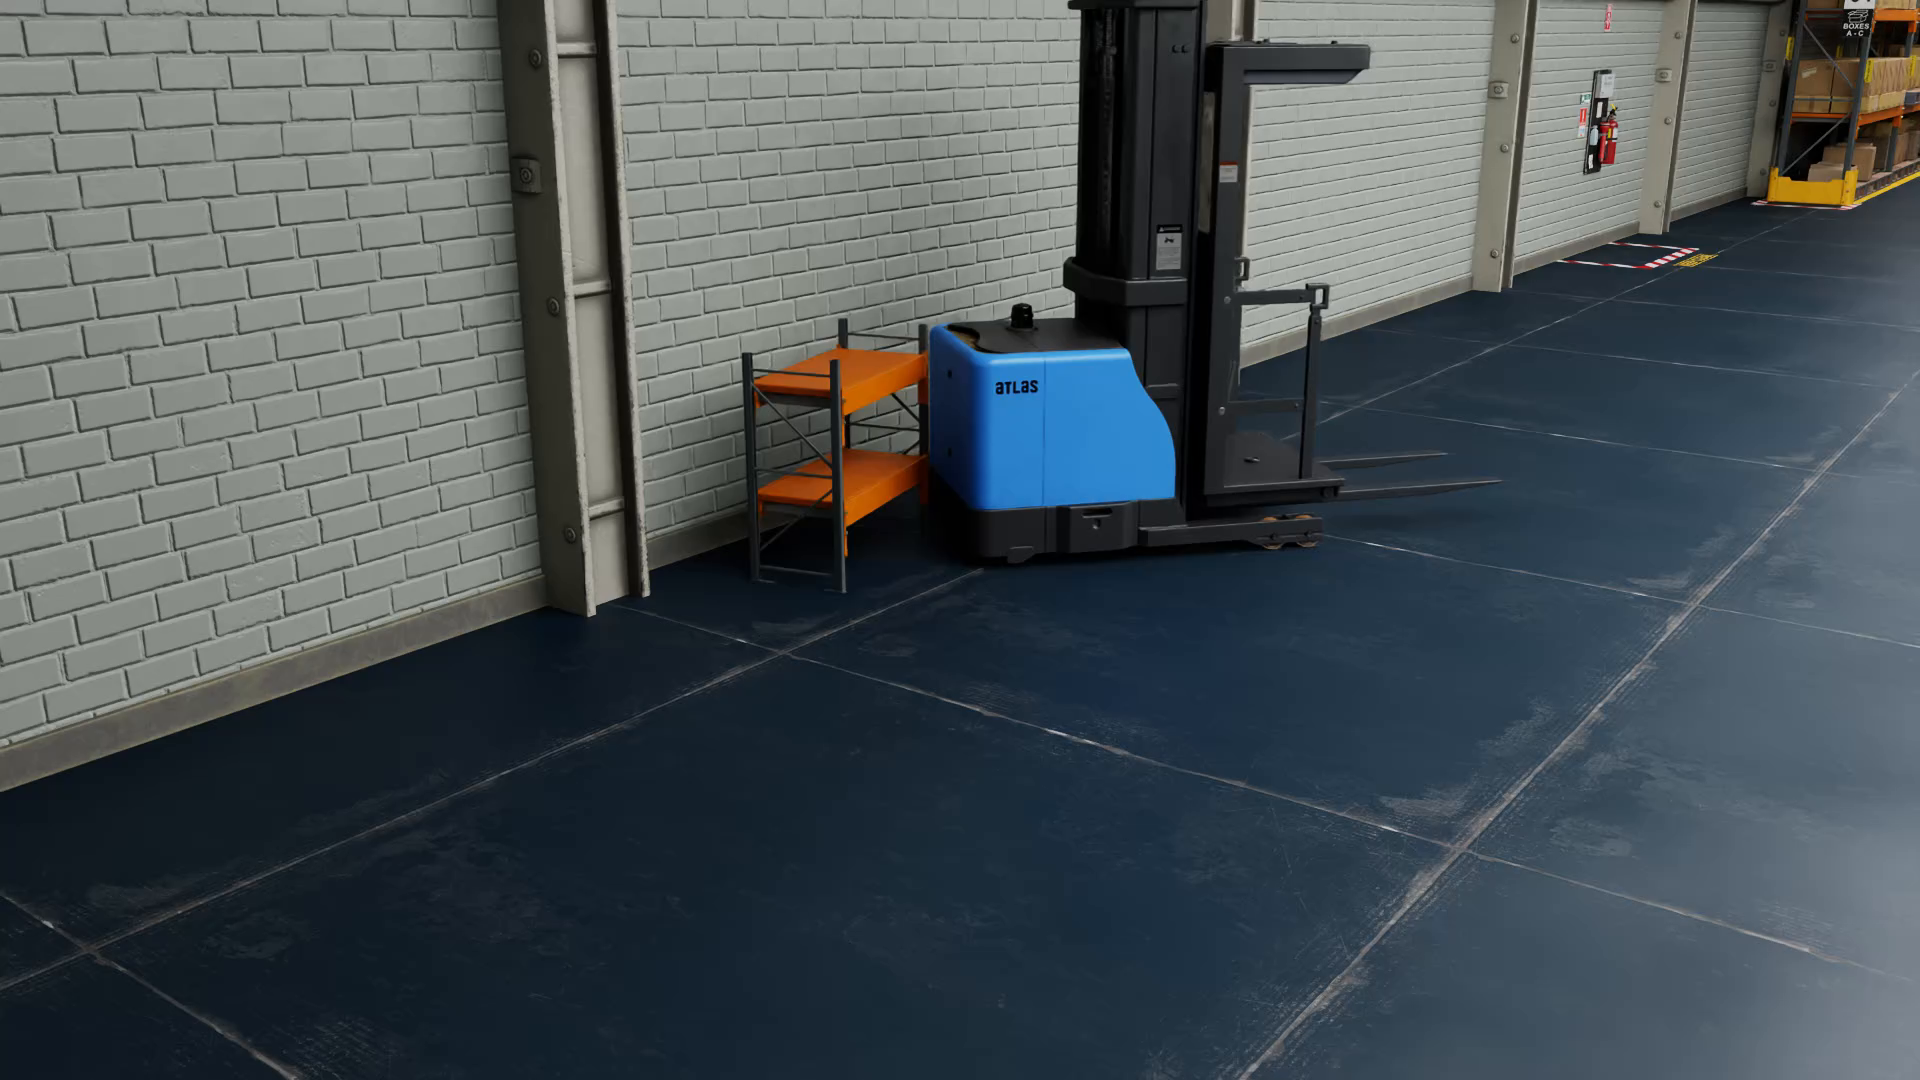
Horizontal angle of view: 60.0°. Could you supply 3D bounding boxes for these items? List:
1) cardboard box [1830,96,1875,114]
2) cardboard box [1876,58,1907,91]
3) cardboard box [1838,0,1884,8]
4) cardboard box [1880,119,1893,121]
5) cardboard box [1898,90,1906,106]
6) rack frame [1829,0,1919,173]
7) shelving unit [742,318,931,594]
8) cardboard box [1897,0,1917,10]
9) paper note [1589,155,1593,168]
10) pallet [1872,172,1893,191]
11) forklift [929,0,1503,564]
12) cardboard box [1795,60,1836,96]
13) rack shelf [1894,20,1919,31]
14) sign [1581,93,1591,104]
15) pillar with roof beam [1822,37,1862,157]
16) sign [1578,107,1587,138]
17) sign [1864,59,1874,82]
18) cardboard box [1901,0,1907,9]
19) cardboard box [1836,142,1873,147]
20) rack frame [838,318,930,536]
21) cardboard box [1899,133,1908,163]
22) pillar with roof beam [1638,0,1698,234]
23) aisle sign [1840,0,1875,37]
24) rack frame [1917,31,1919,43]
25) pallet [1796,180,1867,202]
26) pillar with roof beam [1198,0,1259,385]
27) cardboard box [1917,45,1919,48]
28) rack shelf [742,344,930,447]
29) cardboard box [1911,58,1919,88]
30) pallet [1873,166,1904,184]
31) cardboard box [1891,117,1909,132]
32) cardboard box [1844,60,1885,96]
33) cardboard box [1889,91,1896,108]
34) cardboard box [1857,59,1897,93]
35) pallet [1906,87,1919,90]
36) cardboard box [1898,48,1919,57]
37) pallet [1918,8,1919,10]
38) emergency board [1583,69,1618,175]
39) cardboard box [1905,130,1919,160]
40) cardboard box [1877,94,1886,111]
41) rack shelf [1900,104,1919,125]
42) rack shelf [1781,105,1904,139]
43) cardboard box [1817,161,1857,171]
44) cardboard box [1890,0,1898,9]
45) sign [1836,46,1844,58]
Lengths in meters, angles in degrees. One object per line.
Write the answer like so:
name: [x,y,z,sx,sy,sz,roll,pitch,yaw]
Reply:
cardboard box: [13.413,-6.549,24.993,0.500,0.250,0.500,12,21,33]
cardboard box: [14.925,-7.512,26.832,0.500,0.500,0.500,12,21,34]
cardboard box: [13.268,-8.076,24.432,0.500,0.500,0.500,13,22,36]
cardboard box: [16.243,-7.286,29.357,0.500,0.250,0.500,12,21,33]
cardboard box: [15.212,-7.275,27.332,0.500,0.250,0.500,12,21,35]
rack frame: [15.251,-7.503,27.848,1.000,3.000,0.127,12,21,35]
shelving unit: [-0.591,-0.451,8.299,0.538,1.125,1.048,7,19,21]
cardboard box: [15.147,-8.829,26.856,0.500,0.500,0.500,13,22,36]
paper note: [7.351,-4.409,19.368,0.016,0.148,0.142,12,21,35]
pallet: [14.879,-6.005,27.726,1.003,0.211,1.213,12,21,35]
forklift: [1.399,-1.496,8.620,3.031,2.935,1.130,-4,18,-13]
cardboard box: [12.978,-6.997,25.171,0.500,0.500,0.500,12,21,34]
rack shelf: [18.826,-10.021,32.112,1.077,0.370,4.000,12,21,35]
sign: [7.109,-5.015,18.883,0.001,0.109,0.331,12,21,35]
pillar with roof beam: [19.622,-10.404,27.072,9.100,9.000,0.400,12,21,35]
sign: [7.099,-4.763,18.963,0.001,0.329,0.234,12,21,35]
sign: [13.303,-6.868,24.343,0.100,0.325,0.005,12,21,35]
cardboard box: [14.537,-8.572,26.030,0.500,0.500,0.500,11,21,33]
cardboard box: [14.665,-6.265,27.335,0.500,0.500,0.500,11,20,31]
rack frame: [-0.399,-0.590,8.748,0.500,1.125,0.032,7,19,21]
cardboard box: [16.573,-7.066,29.914,0.700,0.500,0.500,12,21,34]
pillar with roof beam: [12.472,-7.545,17.868,9.100,9.000,0.400,12,21,35]
aisle sign: [13.066,-7.722,24.169,0.394,0.787,0.004,12,21,35]
rack frame: [20.017,-9.409,33.984,1.000,3.000,0.127,12,21,35]
pallet: [13.425,-5.424,25.855,1.003,0.211,1.213,12,21,35]
pillar with roof beam: [5.322,-4.687,8.664,9.100,9.000,0.400,12,21,35]
cardboard box: [18.129,-9.083,30.967,0.500,0.250,0.500,13,22,36]
rack shelf: [-0.591,-0.730,8.212,0.538,0.278,1.000,7,19,21]
cardboard box: [16.287,-8.171,29.086,0.700,0.500,0.500,16,24,42]
pallet: [15.714,-6.357,28.860,1.003,0.211,1.213,12,21,35]
cardboard box: [16.857,-7.525,30.127,0.500,0.250,0.500,13,21,36]
cardboard box: [13.696,-7.023,25.257,0.500,0.500,0.500,12,21,35]
cardboard box: [14.621,-7.035,26.560,0.500,0.250,0.500,12,21,34]
cardboard box: [14.307,-7.270,26.052,0.500,0.500,0.500,13,22,36]
pallet: [16.488,-7.886,29.403,1.003,0.211,1.213,12,21,35]
cardboard box: [17.273,-8.857,30.203,0.380,0.149,0.250,9,19,26]
pallet: [15.704,-8.974,27.844,1.213,0.211,1.003,12,21,35]
emergency board: [7.512,-4.859,19.334,0.194,1.169,0.643,12,21,35]
cardboard box: [17.247,-7.292,30.640,0.700,0.500,0.500,13,21,35]
cardboard box: [14.019,-6.795,25.787,0.500,0.250,0.500,12,21,34]
rack shelf: [16.442,-7.636,29.489,1.077,0.370,4.000,12,21,35]
rack shelf: [14.059,-6.683,26.421,1.077,0.370,4.000,12,21,35]
cardboard box: [13.692,-5.761,26.030,0.500,0.311,0.500,15,22,39]
cardboard box: [13.922,-8.322,25.224,0.500,0.500,0.500,14,22,37]
sign: [14.803,-8.154,27.990,0.100,0.325,0.005,12,21,35]
